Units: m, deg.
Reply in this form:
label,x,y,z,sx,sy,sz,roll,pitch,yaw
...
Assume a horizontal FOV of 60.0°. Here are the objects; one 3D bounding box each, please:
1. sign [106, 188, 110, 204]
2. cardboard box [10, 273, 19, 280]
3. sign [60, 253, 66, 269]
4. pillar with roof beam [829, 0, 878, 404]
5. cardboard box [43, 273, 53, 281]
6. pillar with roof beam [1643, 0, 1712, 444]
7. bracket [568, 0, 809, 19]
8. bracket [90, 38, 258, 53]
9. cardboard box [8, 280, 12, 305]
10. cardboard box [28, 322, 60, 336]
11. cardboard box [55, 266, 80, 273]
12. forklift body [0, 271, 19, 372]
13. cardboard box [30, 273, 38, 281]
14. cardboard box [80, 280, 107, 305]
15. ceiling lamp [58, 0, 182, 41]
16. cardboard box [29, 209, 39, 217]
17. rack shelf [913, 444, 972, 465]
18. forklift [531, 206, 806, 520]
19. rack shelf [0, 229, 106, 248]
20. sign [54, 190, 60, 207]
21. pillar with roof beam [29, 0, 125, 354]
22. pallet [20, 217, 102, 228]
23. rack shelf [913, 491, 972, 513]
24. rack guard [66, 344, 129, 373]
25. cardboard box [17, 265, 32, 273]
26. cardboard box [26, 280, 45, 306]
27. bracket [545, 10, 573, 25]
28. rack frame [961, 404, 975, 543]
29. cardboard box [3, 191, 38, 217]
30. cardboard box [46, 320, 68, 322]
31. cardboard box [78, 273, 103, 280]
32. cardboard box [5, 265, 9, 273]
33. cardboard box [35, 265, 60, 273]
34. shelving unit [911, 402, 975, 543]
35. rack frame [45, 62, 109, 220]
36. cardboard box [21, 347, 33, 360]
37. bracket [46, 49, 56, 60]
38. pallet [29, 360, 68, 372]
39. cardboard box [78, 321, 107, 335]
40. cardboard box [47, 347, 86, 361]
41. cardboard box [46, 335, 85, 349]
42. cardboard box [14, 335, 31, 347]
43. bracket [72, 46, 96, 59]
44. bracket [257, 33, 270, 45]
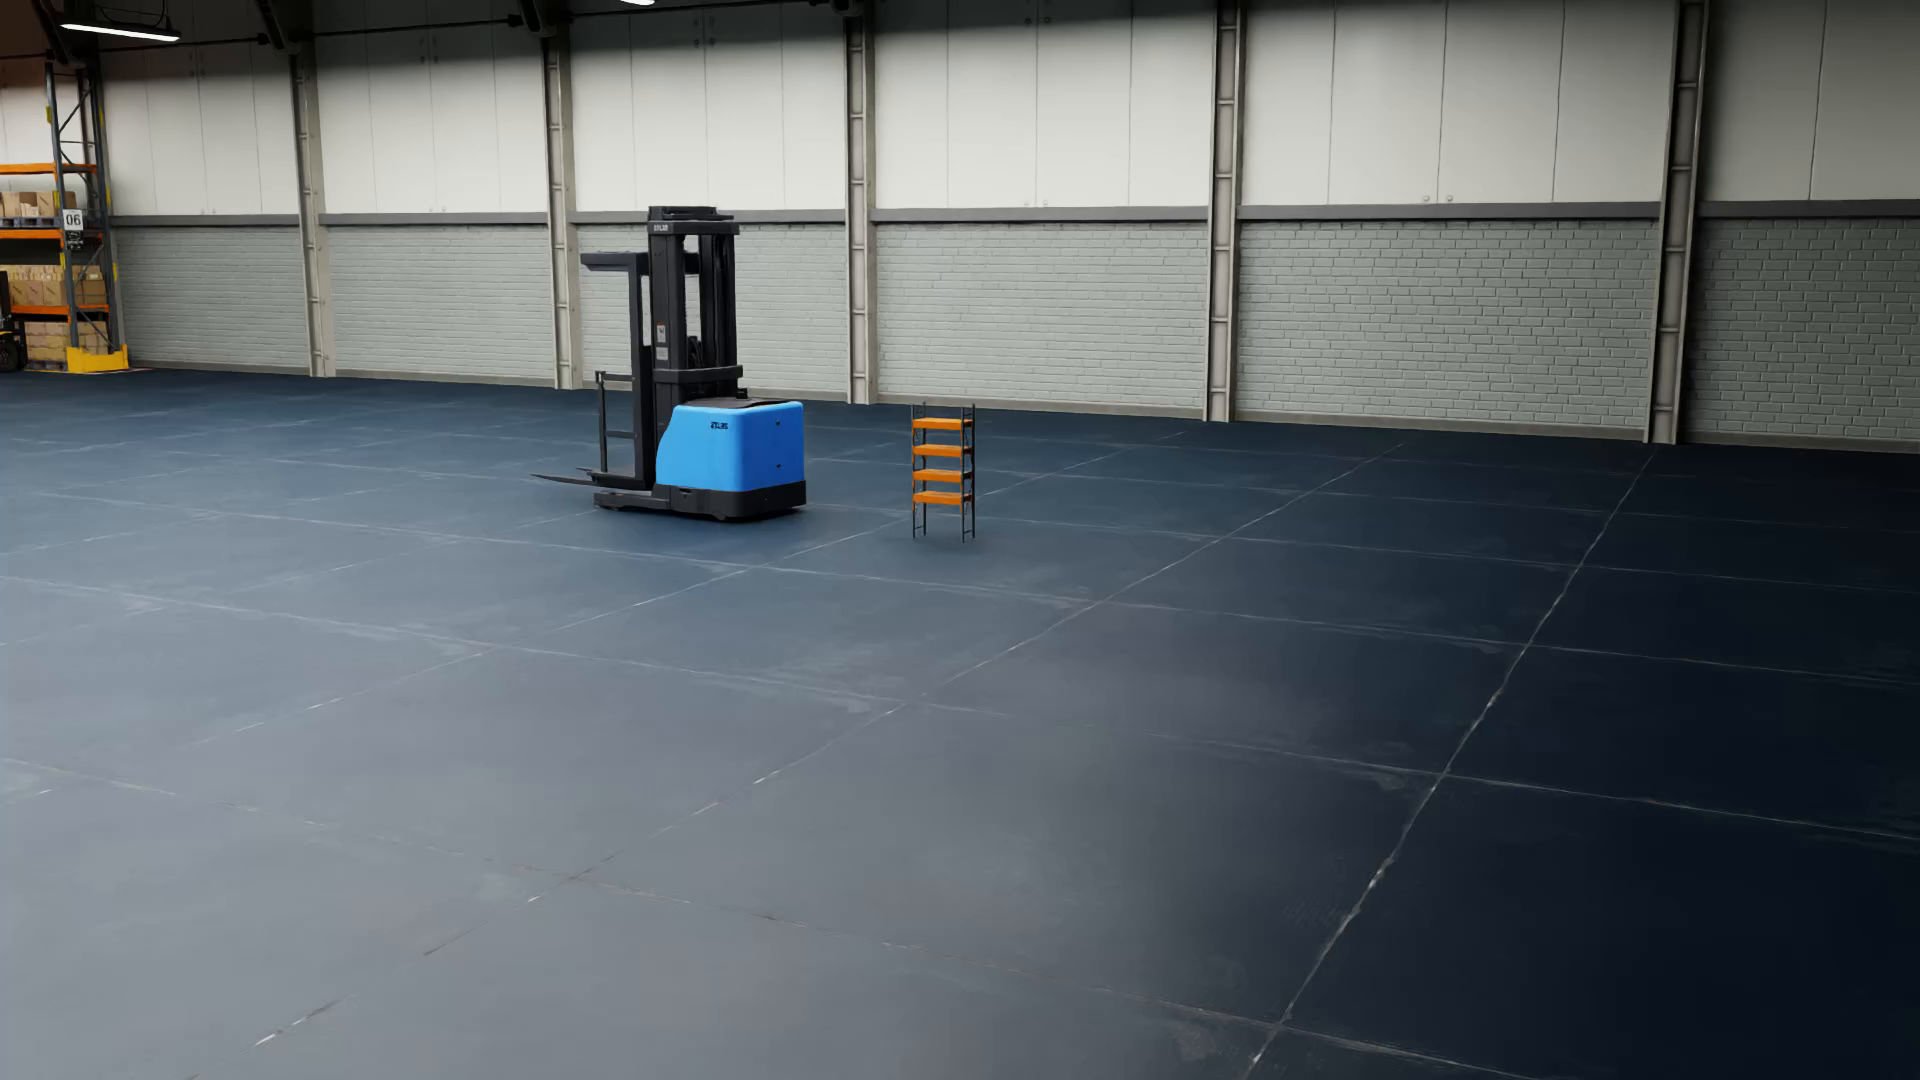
label,x,y,z,sx,sy,sz,roll,pitch,yaw
sign,-17.246,-6.953,33.628,0.005,0.325,0.100,5,11,26
cardboard box,-19.093,-5.368,33.867,0.250,0.149,0.380,5,11,26
sign,-17.749,-5.521,32.896,0.005,0.325,0.100,5,11,26
pillar with roof beam,-3.485,-5.965,22.422,0.548,9.000,9.100,5,11,26
cardboard box,-18.174,-5.287,33.415,0.250,0.149,0.380,5,12,27
pillar with roof beam,7.276,-5.020,17.197,0.400,9.000,9.100,5,11,26
bracket,-4.420,-8.603,26.889,4.783,0.066,0.076,5,11,26
bracket,-15.182,-9.549,32.114,4.783,0.066,0.076,5,11,26
cardboard box,-19.431,-5.087,34.133,0.500,0.500,0.500,5,11,26
cardboard box,-18.508,-4.292,33.754,0.500,0.250,0.500,5,12,27
cardboard box,-17.911,-5.430,33.370,0.250,0.149,0.380,5,11,26
forklift body,-20.005,-4.361,32.785,1.214,2.155,2.313,5,11,26
cardboard box,-18.597,-5.338,33.700,0.250,0.149,0.380,5,11,25
cardboard box,-17.818,-5.053,33.945,0.500,0.500,0.500,5,12,28
ceiling lamp,-13.120,-9.596,26.092,0.800,3.185,2.000,5,11,26
cardboard box,-18.374,-6.545,33.295,0.250,0.149,0.380,5,11,24
rack shelf,-0.148,-0.757,14.668,0.480,0.148,0.258,5,11,26
forklift,-3.012,-1.803,16.463,3.031,2.935,1.130,7,12,33
rack shelf,-19.290,-6.200,34.161,4.000,0.370,1.077,5,11,26
sign,-17.749,-6.707,32.682,0.005,0.325,0.100,5,11,26
pillar with roof beam,-19.627,-7.384,30.259,0.548,9.000,9.100,5,11,26
pallet,-18.120,-6.413,33.565,1.213,0.211,1.003,5,11,26
rack shelf,-0.148,-0.342,14.743,0.480,0.148,0.258,5,11,26
rack guard,-17.475,-3.688,33.706,0.348,0.500,1.175,5,11,26
cardboard box,-18.866,-5.495,33.730,0.250,0.149,0.380,5,12,27
cardboard box,-18.516,-5.009,33.701,0.500,0.500,0.500,5,12,28
bracket,-6.746,-8.807,28.018,0.430,0.232,0.235,5,11,26
rack frame,0.070,-0.584,14.589,0.015,1.200,0.240,5,11,26
cardboard box,-18.876,-6.794,33.683,0.500,0.500,0.700,5,11,26
cardboard box,-18.738,-4.414,34.430,0.500,0.250,0.500,5,11,25
cardboard box,-17.686,-5.357,33.803,0.250,0.149,0.380,5,11,24
cardboard box,-19.290,-5.549,34.033,0.250,0.149,0.380,5,11,27
cardboard box,-18.393,-5.460,33.540,0.250,0.149,0.380,5,12,27
shelving unit,-0.148,-0.603,14.695,0.503,1.200,0.258,5,11,26
rack frame,-17.497,-7.872,32.959,0.127,3.000,1.000,5,11,26
cardboard box,-18.944,-3.842,34.077,0.500,0.250,0.500,5,11,26
bracket,-18.252,-9.818,33.604,0.430,0.232,0.235,5,11,26
pallet,-18.201,-3.602,34.038,1.213,0.211,1.003,5,11,26
cardboard box,-17.844,-4.334,33.988,0.500,0.250,0.500,5,11,25
cardboard box,-18.058,-3.760,33.627,0.500,0.250,0.500,5,11,26
cardboard box,-18.072,-4.008,33.592,0.500,0.250,0.500,5,11,25
cardboard box,-18.989,-4.087,34.026,0.500,0.250,0.500,5,11,25
bracket,-17.507,-9.753,33.243,0.430,0.232,0.235,5,11,26
bracket,-12.871,-9.345,30.992,0.430,0.232,0.235,5,11,26
